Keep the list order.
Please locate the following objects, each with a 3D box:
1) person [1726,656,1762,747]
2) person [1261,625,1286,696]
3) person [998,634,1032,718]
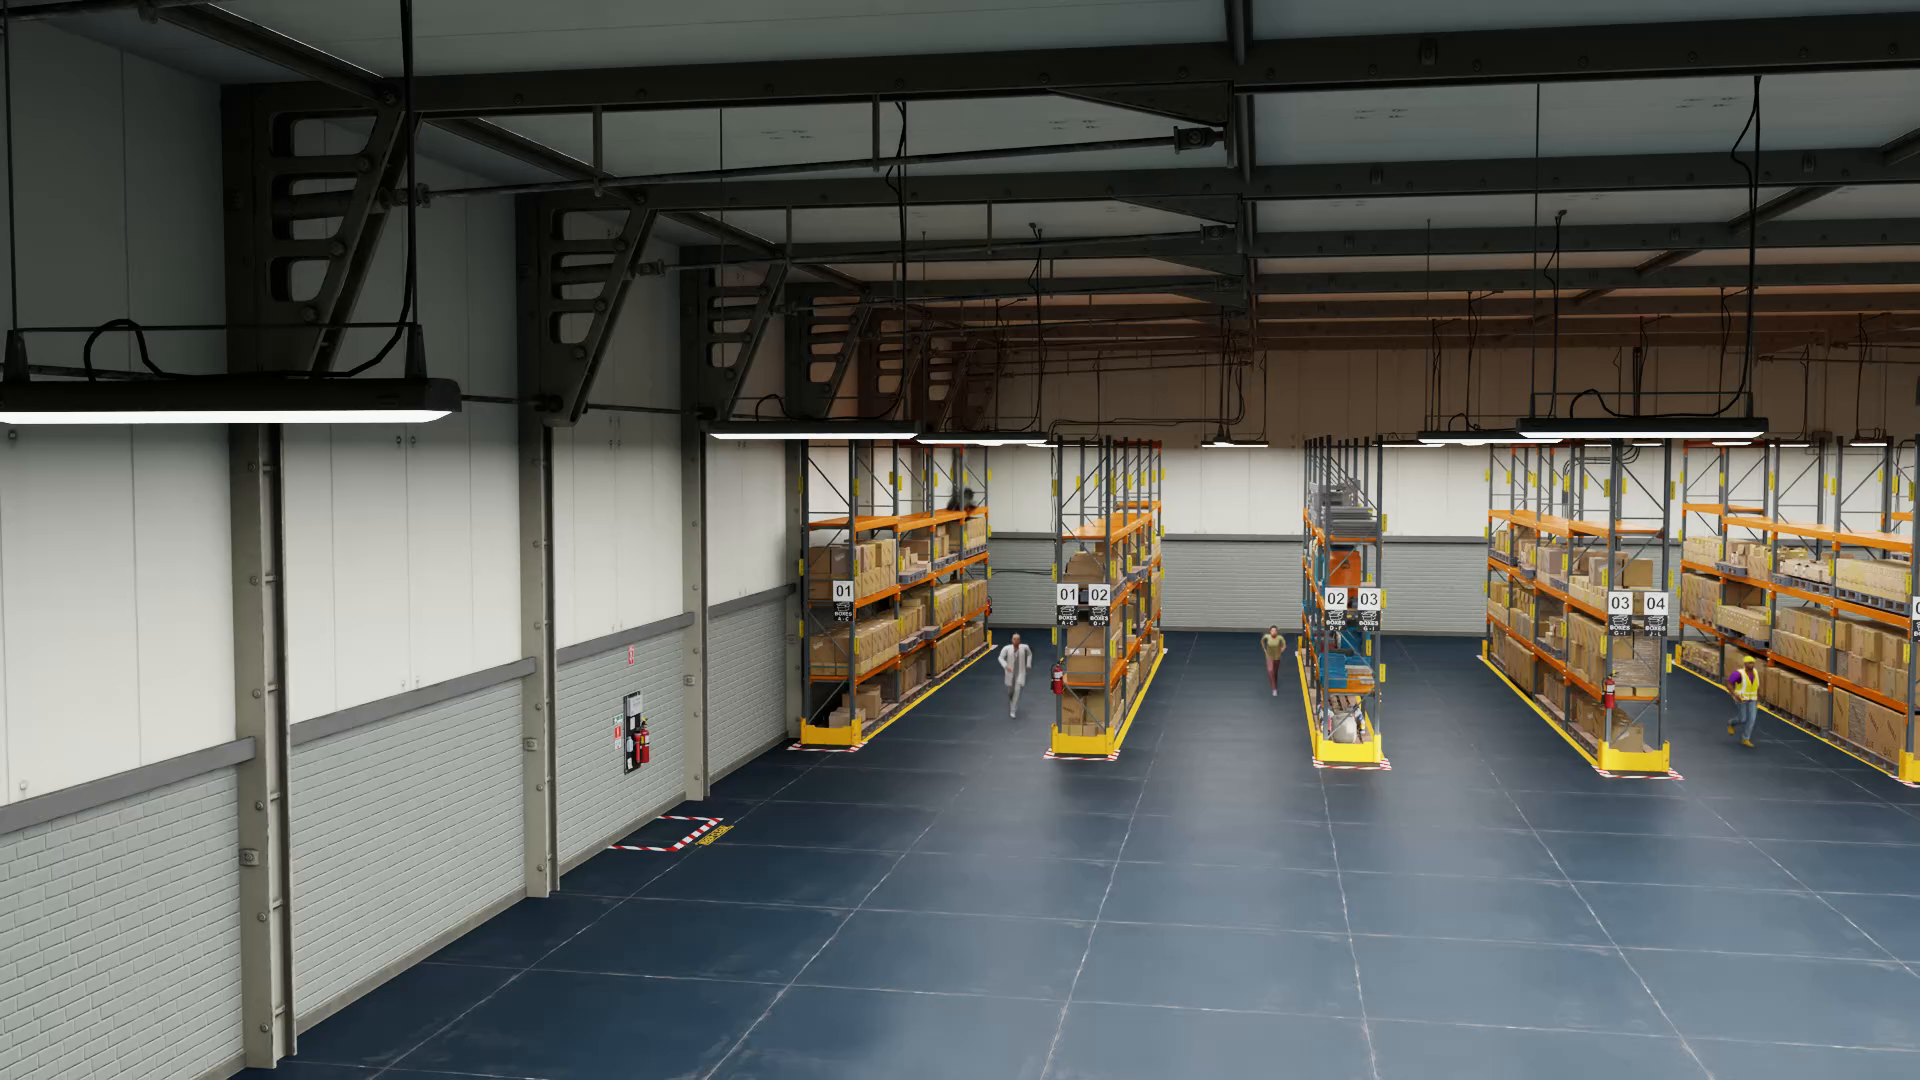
[{"bbox_3d":[15.296,3.113,32.420,0.726,1.740,0.769,0,3,-9],"label":"person"},{"bbox_3d":[7.384,2.805,39.175,0.588,1.646,1.000,1,3,12],"label":"person"},{"bbox_3d":[1.198,2.905,35.975,0.736,1.769,1.003,0,3,1],"label":"person"}]
